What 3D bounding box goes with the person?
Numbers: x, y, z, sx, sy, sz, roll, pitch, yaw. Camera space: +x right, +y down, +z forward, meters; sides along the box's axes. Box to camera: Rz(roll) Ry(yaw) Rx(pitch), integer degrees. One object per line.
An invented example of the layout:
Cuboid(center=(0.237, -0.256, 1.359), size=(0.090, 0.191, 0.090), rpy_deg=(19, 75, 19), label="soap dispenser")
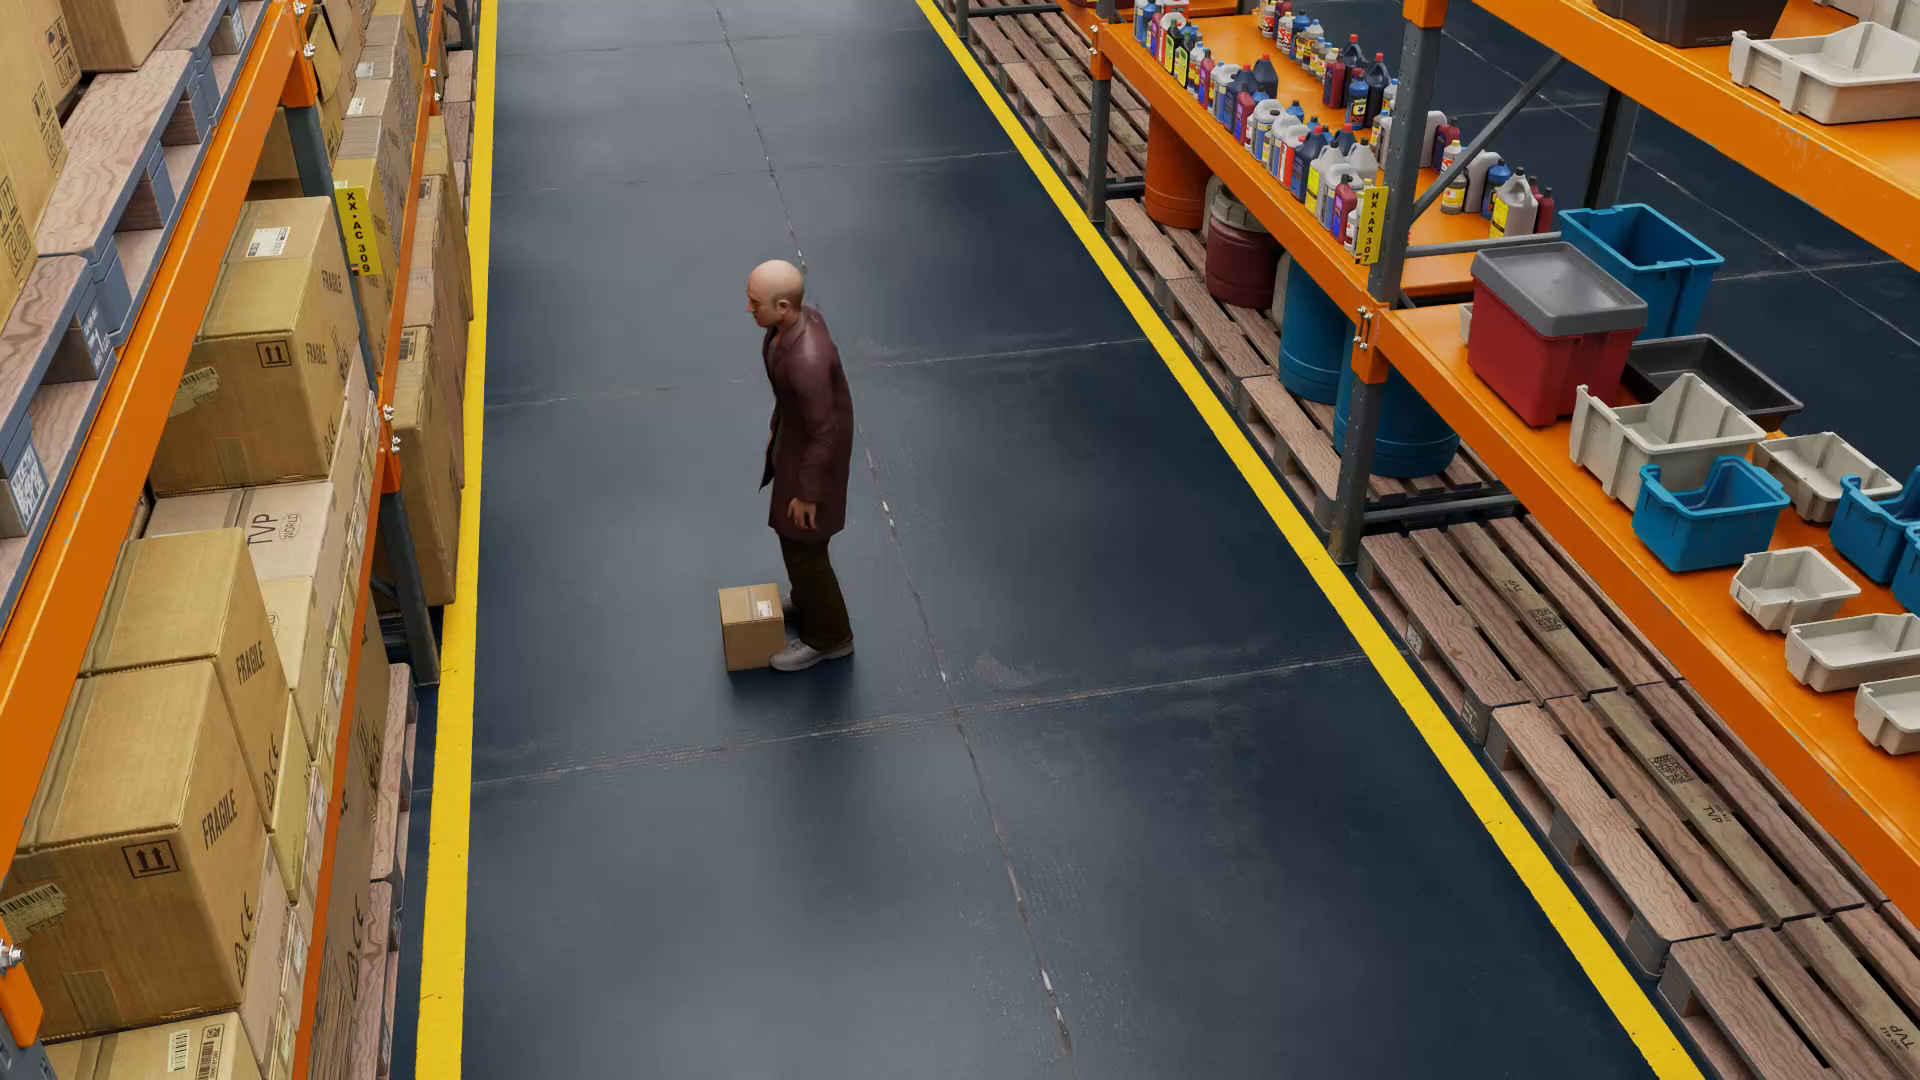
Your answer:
Cuboid(center=(-0.629, -0.300, 6.602), size=(0.415, 1.774, 0.654), rpy_deg=(-8, 35, -12), label="person")
